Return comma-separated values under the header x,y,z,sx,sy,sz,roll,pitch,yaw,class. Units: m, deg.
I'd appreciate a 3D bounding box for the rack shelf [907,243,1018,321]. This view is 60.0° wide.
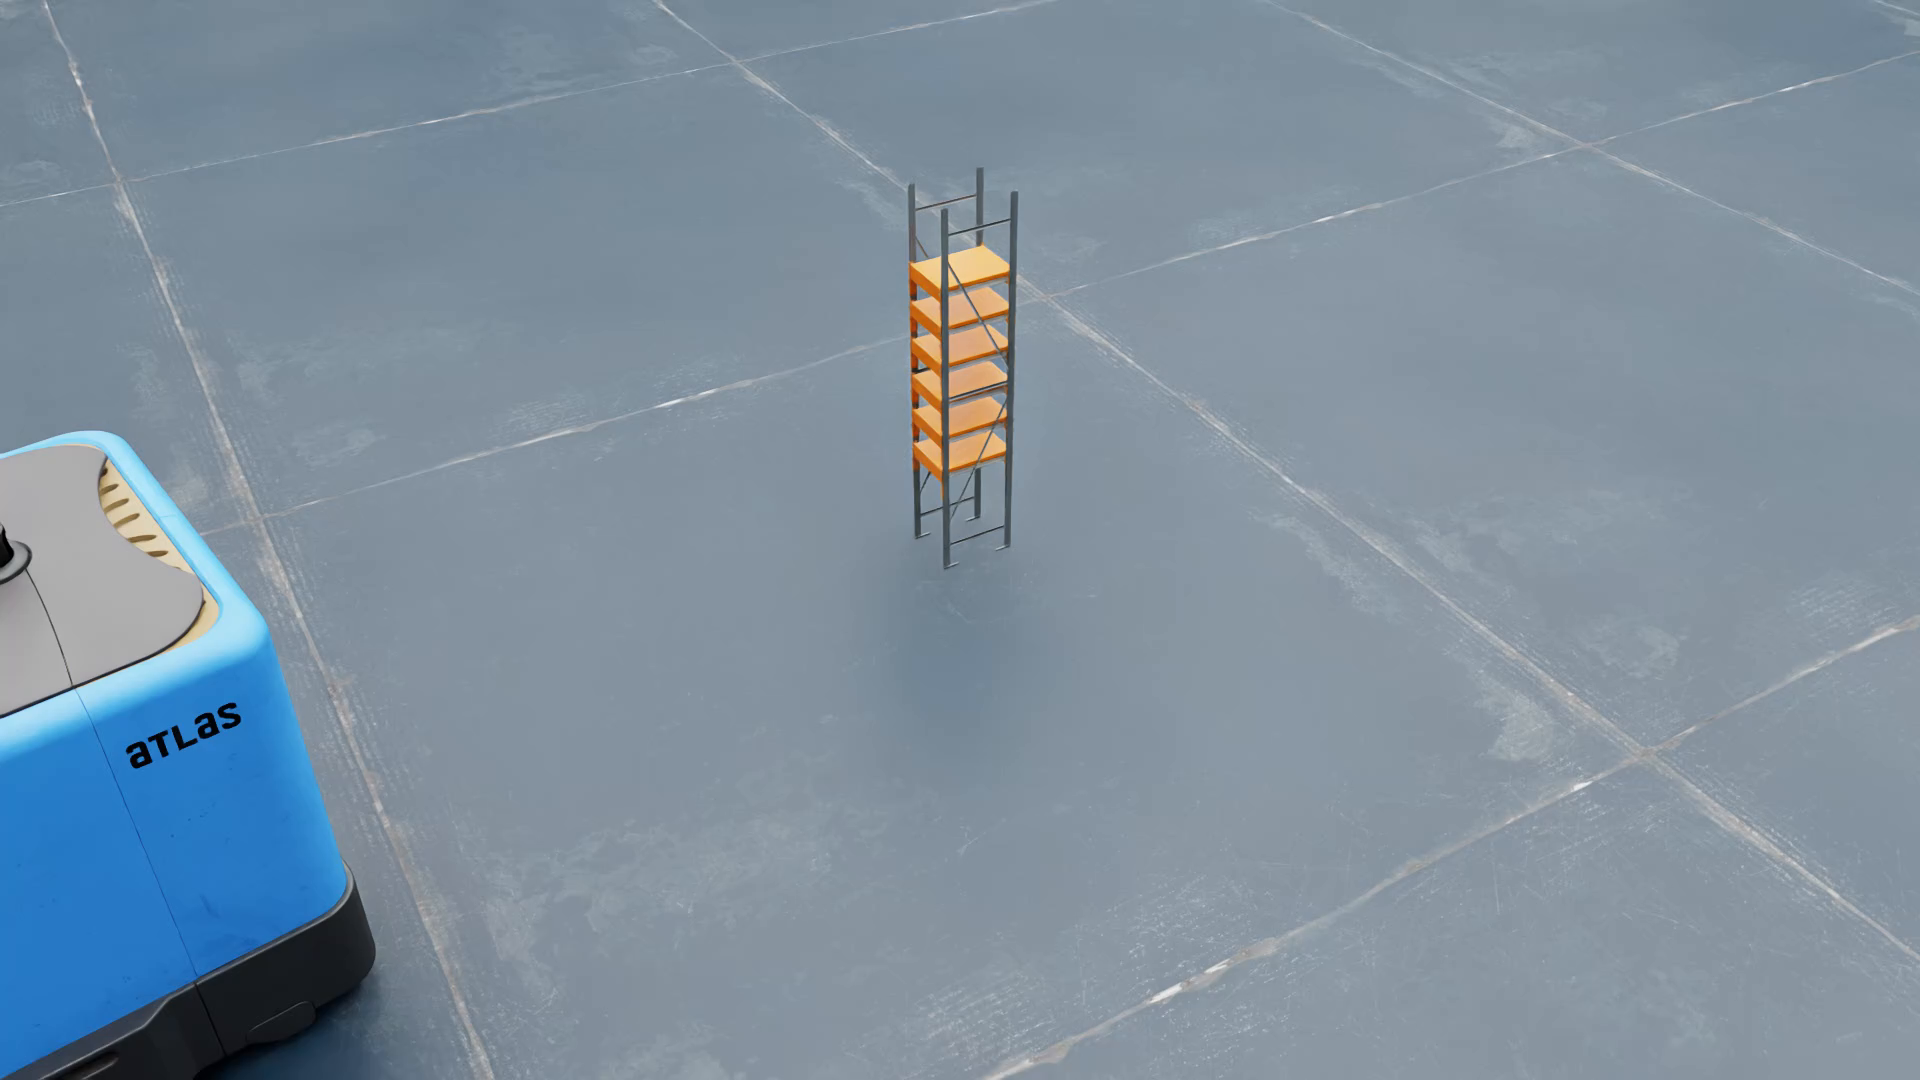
x,y,z,sx,sy,sz,roll,pitch,yaw,class
0.007,-0.732,4.700,0.258,0.103,0.180,-19,40,-24,rack shelf

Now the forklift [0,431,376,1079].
x,y,z,sx,sy,sz,roll,pitch,yaw,class
-2.797,0.181,2.517,3.031,2.935,1.130,-26,43,-31,forklift

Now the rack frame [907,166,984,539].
x,y,z,sx,sy,sz,roll,pitch,yaw,class
-0.039,-0.524,4.950,0.240,1.200,0.006,-19,40,-24,rack frame

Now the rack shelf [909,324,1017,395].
x,y,z,sx,sy,sz,roll,pitch,yaw,class
0.007,-0.538,4.841,0.258,0.103,0.180,-19,40,-24,rack shelf

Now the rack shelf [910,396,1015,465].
x,y,z,sx,sy,sz,roll,pitch,yaw,class
0.007,-0.344,4.983,0.258,0.103,0.180,-19,40,-24,rack shelf

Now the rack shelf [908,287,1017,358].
x,y,z,sx,sy,sz,roll,pitch,yaw,class
0.007,-0.635,4.771,0.258,0.103,0.180,-19,40,-24,rack shelf

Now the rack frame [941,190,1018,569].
x,y,z,sx,sy,sz,roll,pitch,yaw,class
0.053,-0.430,4.822,0.240,1.200,0.006,-19,40,-24,rack frame

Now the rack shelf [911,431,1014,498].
x,y,z,sx,sy,sz,roll,pitch,yaw,class
0.007,-0.247,5.054,0.258,0.103,0.180,-19,40,-24,rack shelf

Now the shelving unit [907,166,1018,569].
x,y,z,sx,sy,sz,roll,pitch,yaw,class
0.007,-0.477,4.886,0.258,1.200,0.189,-19,40,-24,shelving unit

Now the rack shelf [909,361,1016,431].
x,y,z,sx,sy,sz,roll,pitch,yaw,class
0.007,-0.441,4.912,0.258,0.103,0.180,-19,40,-24,rack shelf
